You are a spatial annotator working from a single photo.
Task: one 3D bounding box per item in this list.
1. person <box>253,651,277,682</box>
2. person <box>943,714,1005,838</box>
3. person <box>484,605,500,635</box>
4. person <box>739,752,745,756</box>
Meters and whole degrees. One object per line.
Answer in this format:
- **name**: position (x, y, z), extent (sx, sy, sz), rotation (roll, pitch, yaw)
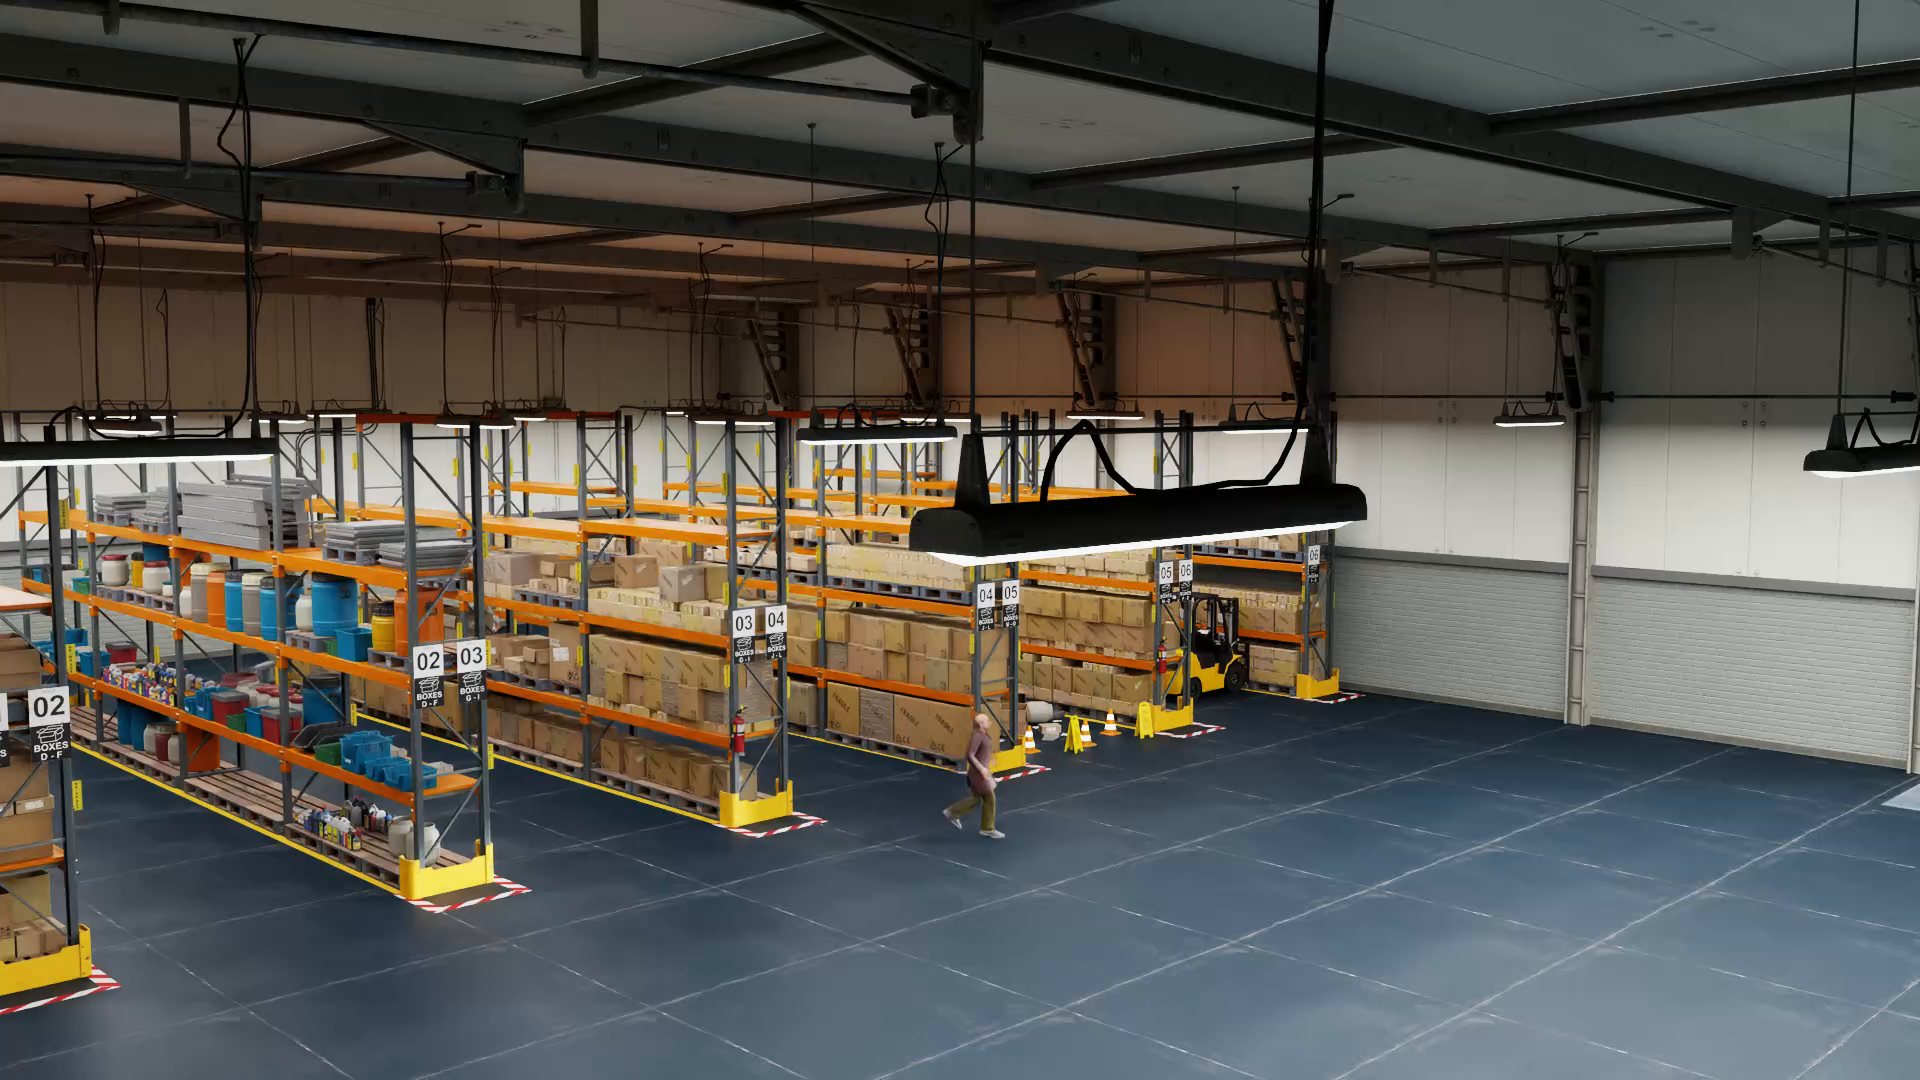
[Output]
- **person**: position (-15.293, 2.332, 36.641), extent (0.612, 1.665, 0.575), rotation (-4, 6, -38)
- **person**: position (0.194, 3.385, 23.867), extent (0.894, 1.777, 0.709), rotation (0, 5, -1)
- **person**: position (-10.519, 2.228, 36.863), extent (0.703, 1.807, 0.950), rotation (-5, 7, -42)
- **person**: position (-3.881, 3.017, 29.316), extent (0.490, 1.564, 0.545), rotation (4, 6, 38)
